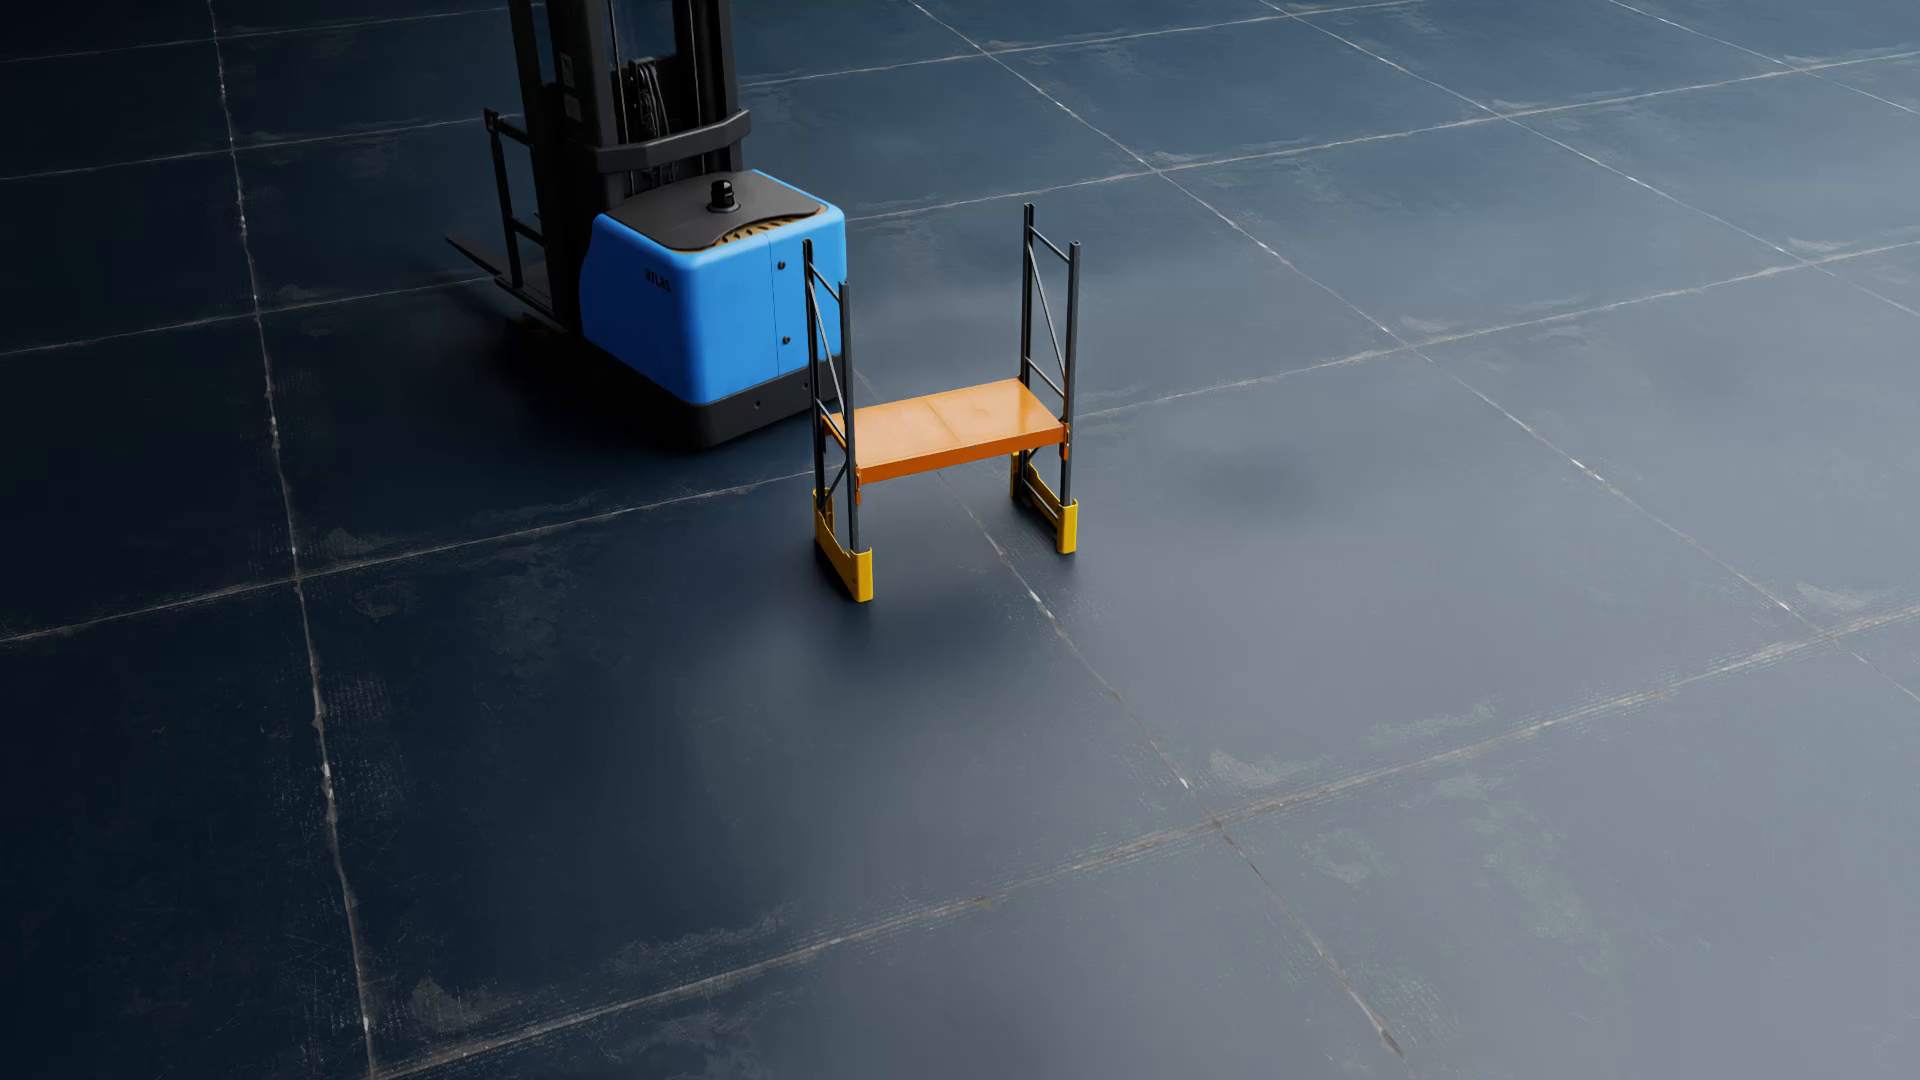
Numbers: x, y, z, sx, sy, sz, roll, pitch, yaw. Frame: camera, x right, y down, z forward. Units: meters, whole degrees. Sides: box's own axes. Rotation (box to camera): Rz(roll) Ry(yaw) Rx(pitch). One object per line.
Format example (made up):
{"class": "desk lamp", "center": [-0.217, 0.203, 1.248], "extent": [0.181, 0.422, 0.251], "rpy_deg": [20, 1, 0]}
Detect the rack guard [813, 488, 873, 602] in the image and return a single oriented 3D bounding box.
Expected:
{"class": "rack guard", "center": [-0.529, 0.016, 7.496], "extent": [0.087, 0.250, 0.587], "rpy_deg": [-13, 35, -19]}

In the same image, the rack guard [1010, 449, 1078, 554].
{"class": "rack guard", "center": [0.389, -0.194, 7.819], "extent": [0.087, 0.250, 0.587], "rpy_deg": [-13, 35, -19]}

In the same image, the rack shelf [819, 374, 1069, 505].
{"class": "rack shelf", "center": [-0.079, -0.460, 7.411], "extent": [1.000, 0.185, 0.538], "rpy_deg": [-13, 35, -19]}

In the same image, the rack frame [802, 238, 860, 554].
{"class": "rack frame", "center": [-0.547, -0.503, 7.148], "extent": [0.032, 1.500, 0.500], "rpy_deg": [-13, 35, -19]}

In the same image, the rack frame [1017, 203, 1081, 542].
{"class": "rack frame", "center": [0.390, -0.718, 7.478], "extent": [0.032, 1.500, 0.500], "rpy_deg": [-13, 35, -19]}

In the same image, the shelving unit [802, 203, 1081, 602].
{"class": "shelving unit", "center": [-0.070, -0.613, 7.316], "extent": [1.083, 1.500, 0.587], "rpy_deg": [-13, 35, -19]}

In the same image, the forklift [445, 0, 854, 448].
{"class": "forklift", "center": [-1.915, -2.414, 8.773], "extent": [1.130, 2.935, 3.031], "rpy_deg": [-26, 41, -34]}
